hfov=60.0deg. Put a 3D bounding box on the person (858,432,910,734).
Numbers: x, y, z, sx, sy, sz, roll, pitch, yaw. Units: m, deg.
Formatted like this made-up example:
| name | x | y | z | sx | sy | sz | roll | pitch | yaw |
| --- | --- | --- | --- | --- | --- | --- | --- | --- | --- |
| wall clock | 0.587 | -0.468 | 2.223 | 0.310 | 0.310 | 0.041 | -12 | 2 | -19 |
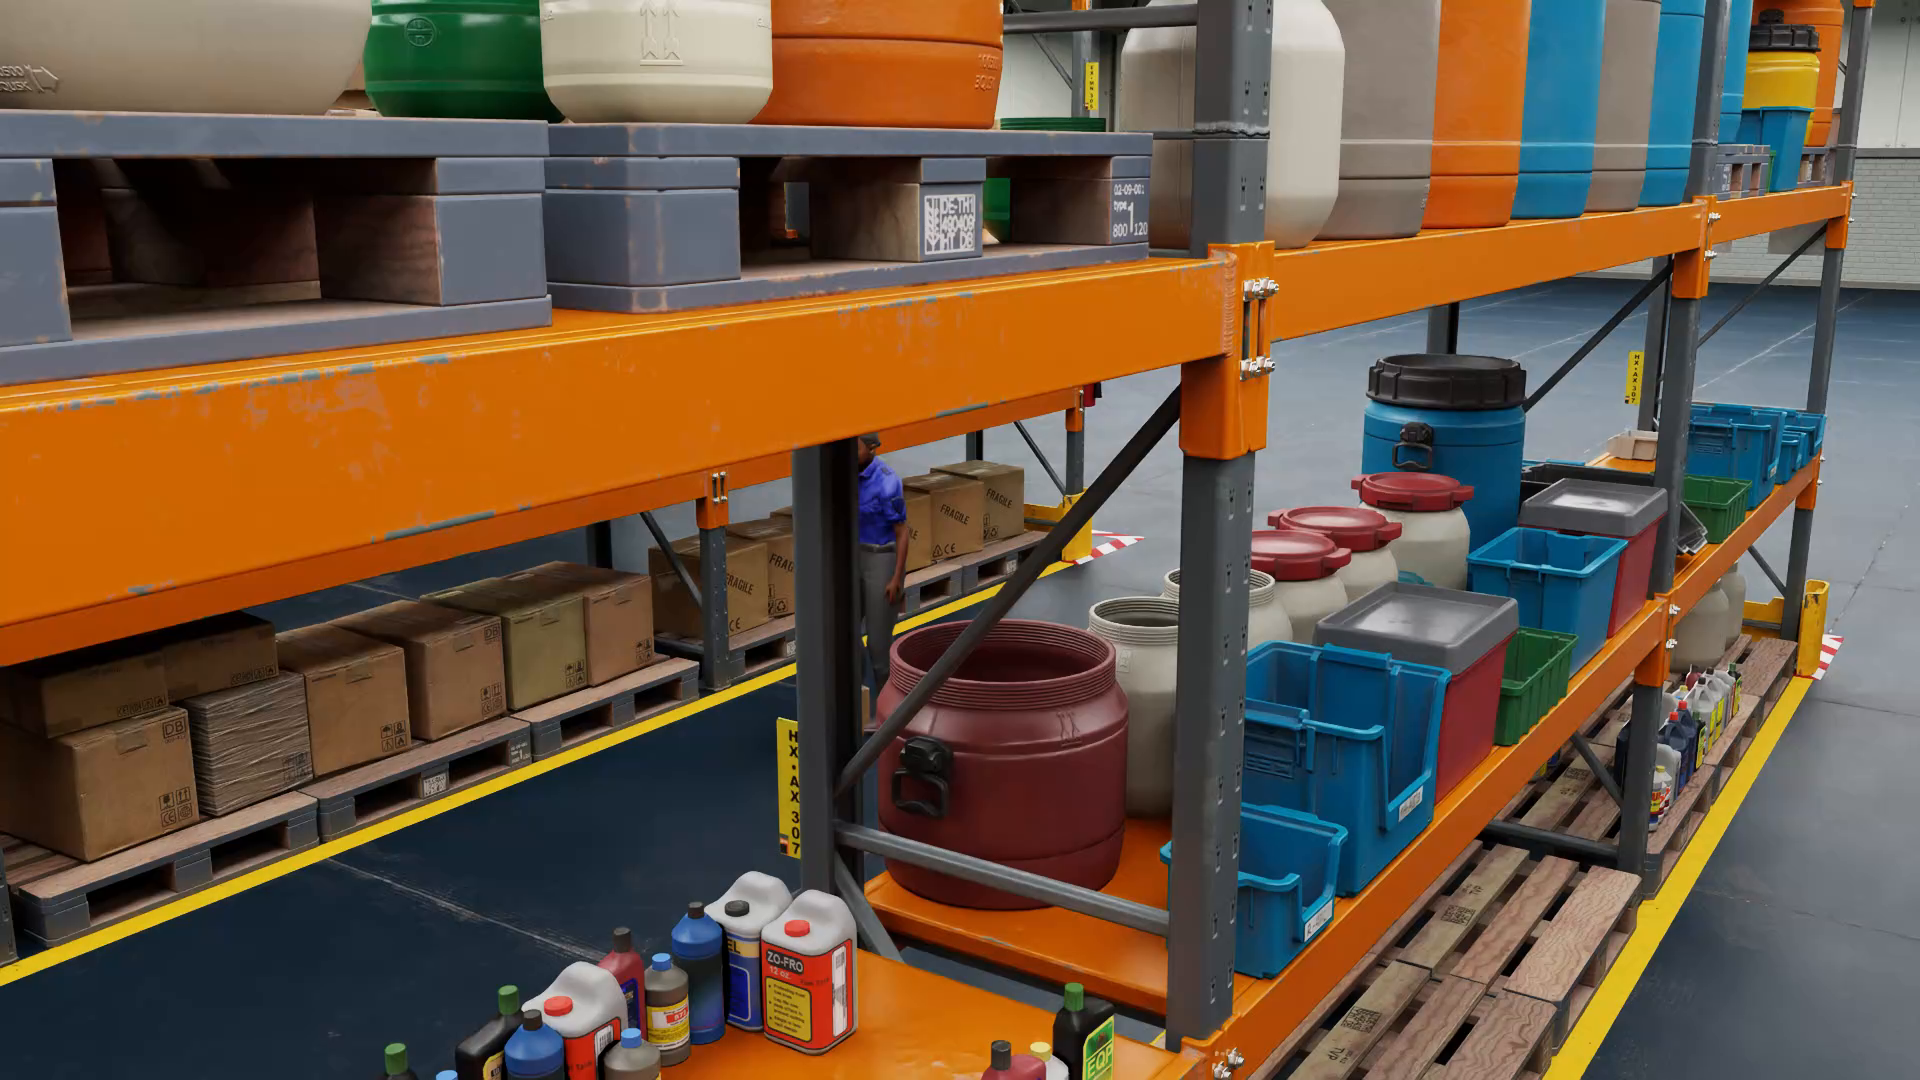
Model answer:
| name | x | y | z | sx | sy | sz | roll | pitch | yaw |
| --- | --- | --- | --- | --- | --- | --- | --- | --- | --- |
| person | -0.492 | 0.171 | 8.762 | 0.512 | 1.653 | 0.348 | 11 | 17 | 40 |
